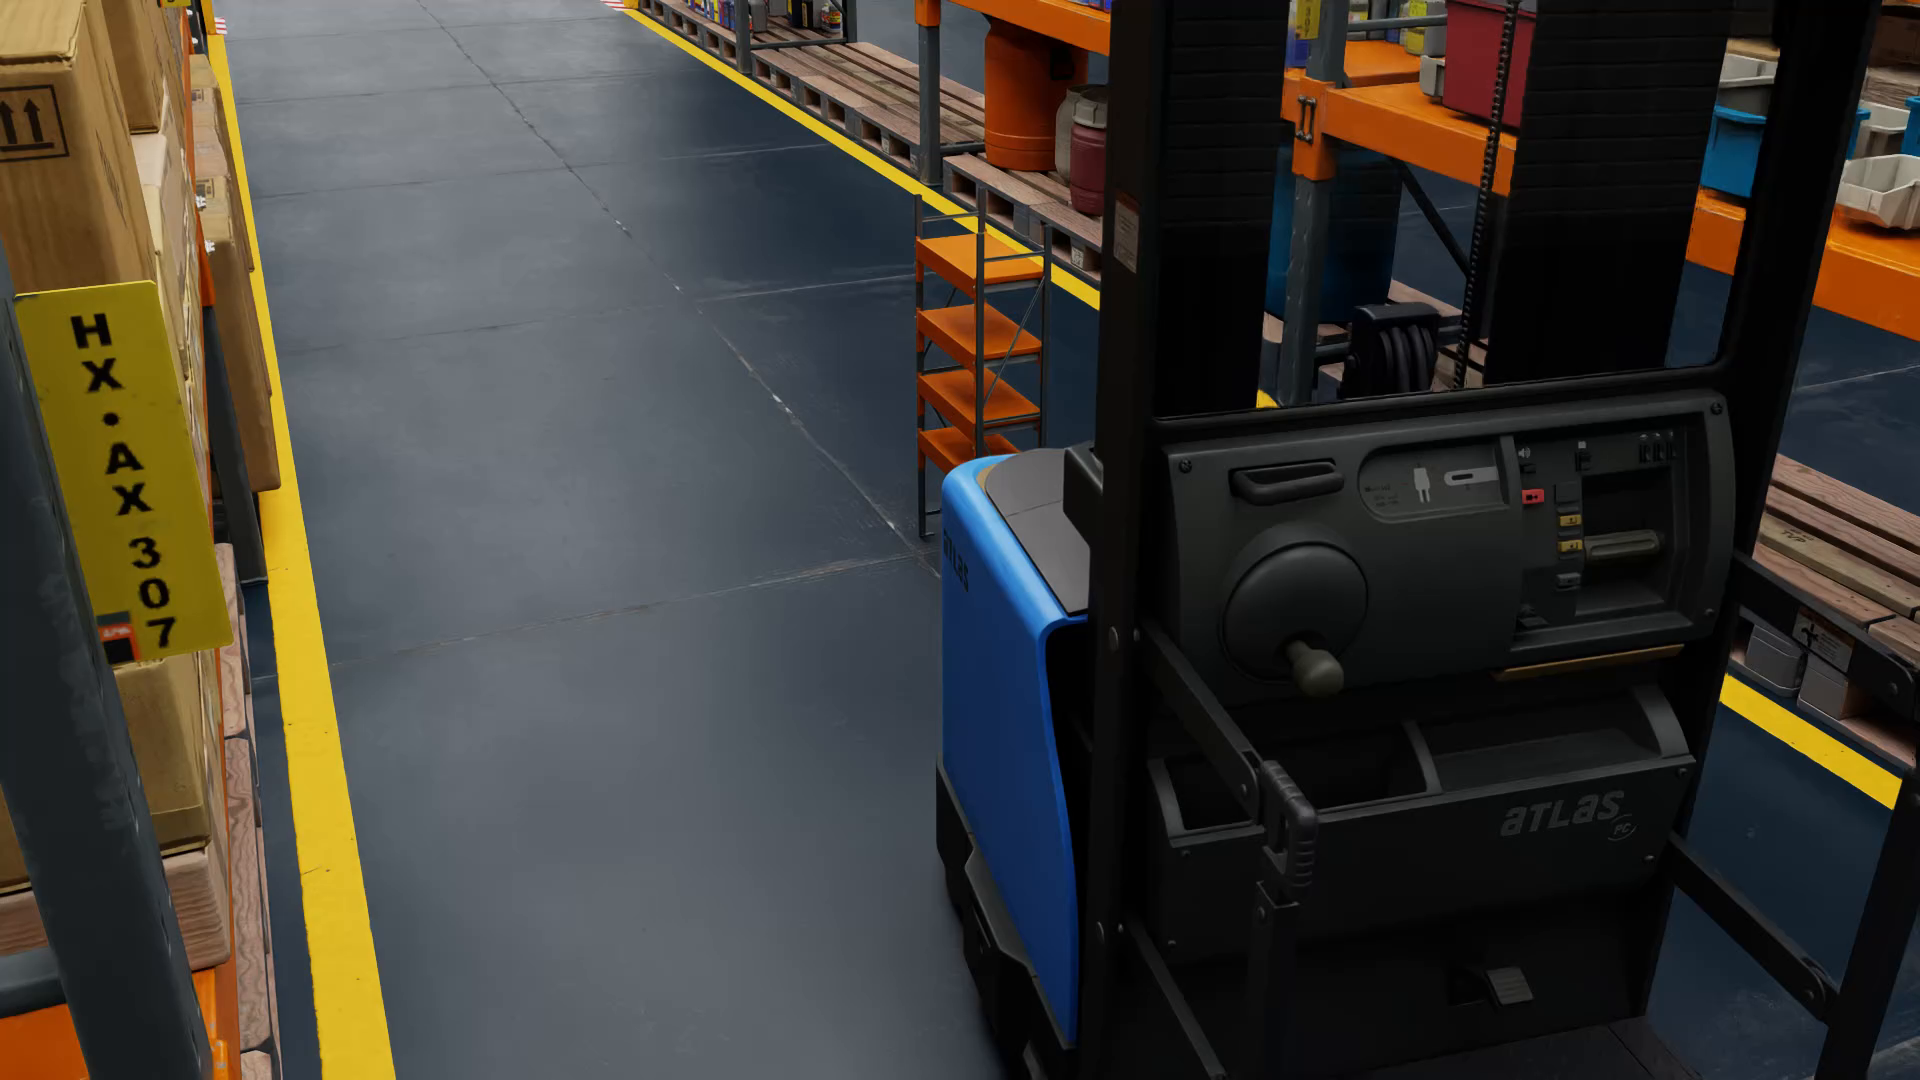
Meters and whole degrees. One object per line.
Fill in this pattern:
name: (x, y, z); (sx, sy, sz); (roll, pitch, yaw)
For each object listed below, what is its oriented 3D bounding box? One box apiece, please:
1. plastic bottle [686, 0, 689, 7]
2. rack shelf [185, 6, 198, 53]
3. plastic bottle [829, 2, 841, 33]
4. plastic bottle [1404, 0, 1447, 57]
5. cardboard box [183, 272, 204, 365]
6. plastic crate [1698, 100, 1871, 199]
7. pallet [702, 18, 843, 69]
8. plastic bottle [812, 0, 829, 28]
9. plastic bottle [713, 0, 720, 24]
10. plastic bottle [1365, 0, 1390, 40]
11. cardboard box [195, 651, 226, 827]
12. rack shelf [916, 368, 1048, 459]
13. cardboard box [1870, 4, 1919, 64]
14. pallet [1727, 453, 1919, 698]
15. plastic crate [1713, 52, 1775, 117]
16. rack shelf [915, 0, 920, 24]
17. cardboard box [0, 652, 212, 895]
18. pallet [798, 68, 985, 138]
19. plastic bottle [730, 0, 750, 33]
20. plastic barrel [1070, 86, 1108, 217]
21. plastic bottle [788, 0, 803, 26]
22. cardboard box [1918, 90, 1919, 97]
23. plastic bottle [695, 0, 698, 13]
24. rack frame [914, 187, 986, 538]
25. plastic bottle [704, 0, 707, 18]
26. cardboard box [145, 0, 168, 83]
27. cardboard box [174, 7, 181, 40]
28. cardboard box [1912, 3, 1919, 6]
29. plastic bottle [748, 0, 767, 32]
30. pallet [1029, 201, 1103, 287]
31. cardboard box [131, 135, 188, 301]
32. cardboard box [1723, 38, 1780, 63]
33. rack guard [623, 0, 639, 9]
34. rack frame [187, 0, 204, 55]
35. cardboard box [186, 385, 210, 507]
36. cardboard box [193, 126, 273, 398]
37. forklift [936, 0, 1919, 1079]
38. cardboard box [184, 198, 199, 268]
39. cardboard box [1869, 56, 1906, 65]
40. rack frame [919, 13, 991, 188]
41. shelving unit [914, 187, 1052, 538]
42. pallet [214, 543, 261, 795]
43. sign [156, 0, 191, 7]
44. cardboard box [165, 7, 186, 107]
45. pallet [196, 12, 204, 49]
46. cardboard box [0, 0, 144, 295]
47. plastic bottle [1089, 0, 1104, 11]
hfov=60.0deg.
plastic bottle: (-2.473, -5.027, 15.235); (0.097, 0.271, 0.097); (0, 26, 0)
rack shelf: (-5.104, -3.244, 9.796); (1.077, 0.370, 4.000); (-11, 28, -21)
plastic bottle: (-1.051, -4.402, 13.955); (0.097, 0.271, 0.097); (0, 26, 0)
plastic bottle: (1.948, -2.188, 6.869); (0.144, 0.351, 0.185); (-11, 28, -21)
cardboard box: (-1.830, -0.447, 3.533); (0.380, 0.149, 0.250); (-11, 28, -21)
plastic crate: (2.329, -1.118, 4.744); (0.416, 0.233, 0.300); (-11, 28, -21)
pallet: (-1.554, -4.251, 14.217); (1.003, 0.211, 1.213); (-11, 28, -21)
plastic bottle: (-1.203, -4.530, 14.211); (0.152, 0.276, 0.135); (-10, 28, -19)
plastic bottle: (-2.049, -4.652, 14.376); (0.144, 0.351, 0.185); (-11, 28, -21)
plastic bottle: (1.829, -2.341, 7.267); (0.152, 0.276, 0.135); (-11, 28, -21)
cardboard box: (-1.125, 0.279, 2.046); (0.380, 0.149, 0.250); (-11, 28, -21)
rack shelf: (0.065, -0.412, 5.379); (0.258, 0.148, 0.480); (-11, 28, -21)
cardboard box: (5.809, -3.101, 10.175); (0.500, 0.250, 0.500); (-11, 28, -22)
pallet: (2.608, 0.040, 5.427); (1.003, 0.211, 1.213); (-11, 28, -21)
plastic crate: (2.232, -1.322, 5.105); (0.437, 0.282, 0.530); (-11, 28, -21)
rack shelf: (-0.547, -4.095, 11.539); (1.077, 0.370, 4.000); (-11, 28, -21)
cardboard box: (-1.127, 0.163, 1.829); (0.500, 0.250, 0.500); (-11, 28, -22)
pallet: (-0.505, -3.169, 12.001); (1.003, 0.211, 1.213); (-11, 28, -21)
plastic bottle: (-1.847, -4.444, 13.950); (0.144, 0.351, 0.185); (-11, 28, -22)
plastic barrel: (0.886, -2.066, 8.832); (0.600, 0.588, 0.708); (-11, 28, -21)
plastic bottle: (-1.397, -4.606, 14.282); (0.144, 0.351, 0.185); (-11, 28, -21)
cardboard box: (5.719, -2.271, 9.331); (0.500, 0.500, 0.500); (-10, 28, -20)
plastic bottle: (-2.339, -4.889, 14.952); (0.097, 0.271, 0.097); (0, 26, 0)
rack frame: (-0.031, -0.571, 5.552); (0.240, 1.200, 0.015); (-11, 28, -21)
plastic bottle: (-2.220, -4.766, 14.702); (0.097, 0.271, 0.097); (0, 26, 0)
cardboard box: (-2.328, -1.409, 4.194); (0.500, 0.500, 0.500); (-10, 28, -19)
cardboard box: (-3.710, -2.446, 7.227); (0.500, 0.500, 0.500); (-11, 28, -21)
cardboard box: (8.928, -4.897, 14.709); (0.700, 0.500, 0.500); (-11, 28, -21)
plastic bottle: (-1.715, -4.469, 14.001); (0.144, 0.351, 0.185); (-11, 28, -21)
pallet: (1.058, -1.555, 8.695); (1.003, 0.211, 1.213); (-11, 28, -21)
cardboard box: (-1.935, -0.664, 3.523); (0.500, 0.250, 0.500); (-10, 28, -20)
cardboard box: (5.113, -2.889, 10.595); (0.500, 0.500, 0.500); (-11, 28, -21)
rack guard: (-2.823, -5.695, 16.844); (1.175, 0.500, 0.348); (-11, 28, -21)
rack frame: (-5.887, -4.375, 11.292); (1.000, 3.000, 0.127); (-11, 28, -21)
cardboard box: (-1.529, -0.136, 2.897); (0.380, 0.149, 0.250); (-11, 28, -21)
cardboard box: (-3.374, -0.995, 6.312); (1.225, 0.875, 0.875); (-12, 28, -22)
forklift: (0.811, 0.040, 2.327); (1.130, 2.935, 3.031); (-7, 27, -13)
cardboard box: (-2.132, -0.758, 4.170); (0.380, 0.149, 0.250); (-11, 28, -21)
cardboard box: (5.792, -2.778, 10.369); (0.500, 0.500, 0.500); (-12, 28, -23)
rack frame: (0.237, -3.611, 9.727); (1.000, 3.000, 0.127); (-11, 28, -21)
shelving unit: (0.065, -0.472, 5.350); (0.258, 1.200, 0.503); (-11, 28, -21)
pallet: (-2.528, 0.428, 4.633); (1.003, 0.211, 1.213); (-11, 28, -21)
sign: (-2.244, -1.666, 4.666); (0.100, 0.325, 0.005); (-11, 28, -21)
cardboard box: (-3.098, -1.824, 5.953); (0.500, 0.500, 0.500); (-11, 28, -22)
pallet: (-7.138, -4.372, 14.464); (1.003, 0.211, 1.213); (-11, 28, -21)
cardboard box: (-1.323, -0.376, 2.078); (0.500, 0.500, 0.500); (-11, 28, -22)
plastic bottle: (0.711, -2.734, 7.986); (0.144, 0.351, 0.185); (-11, 28, -21)
